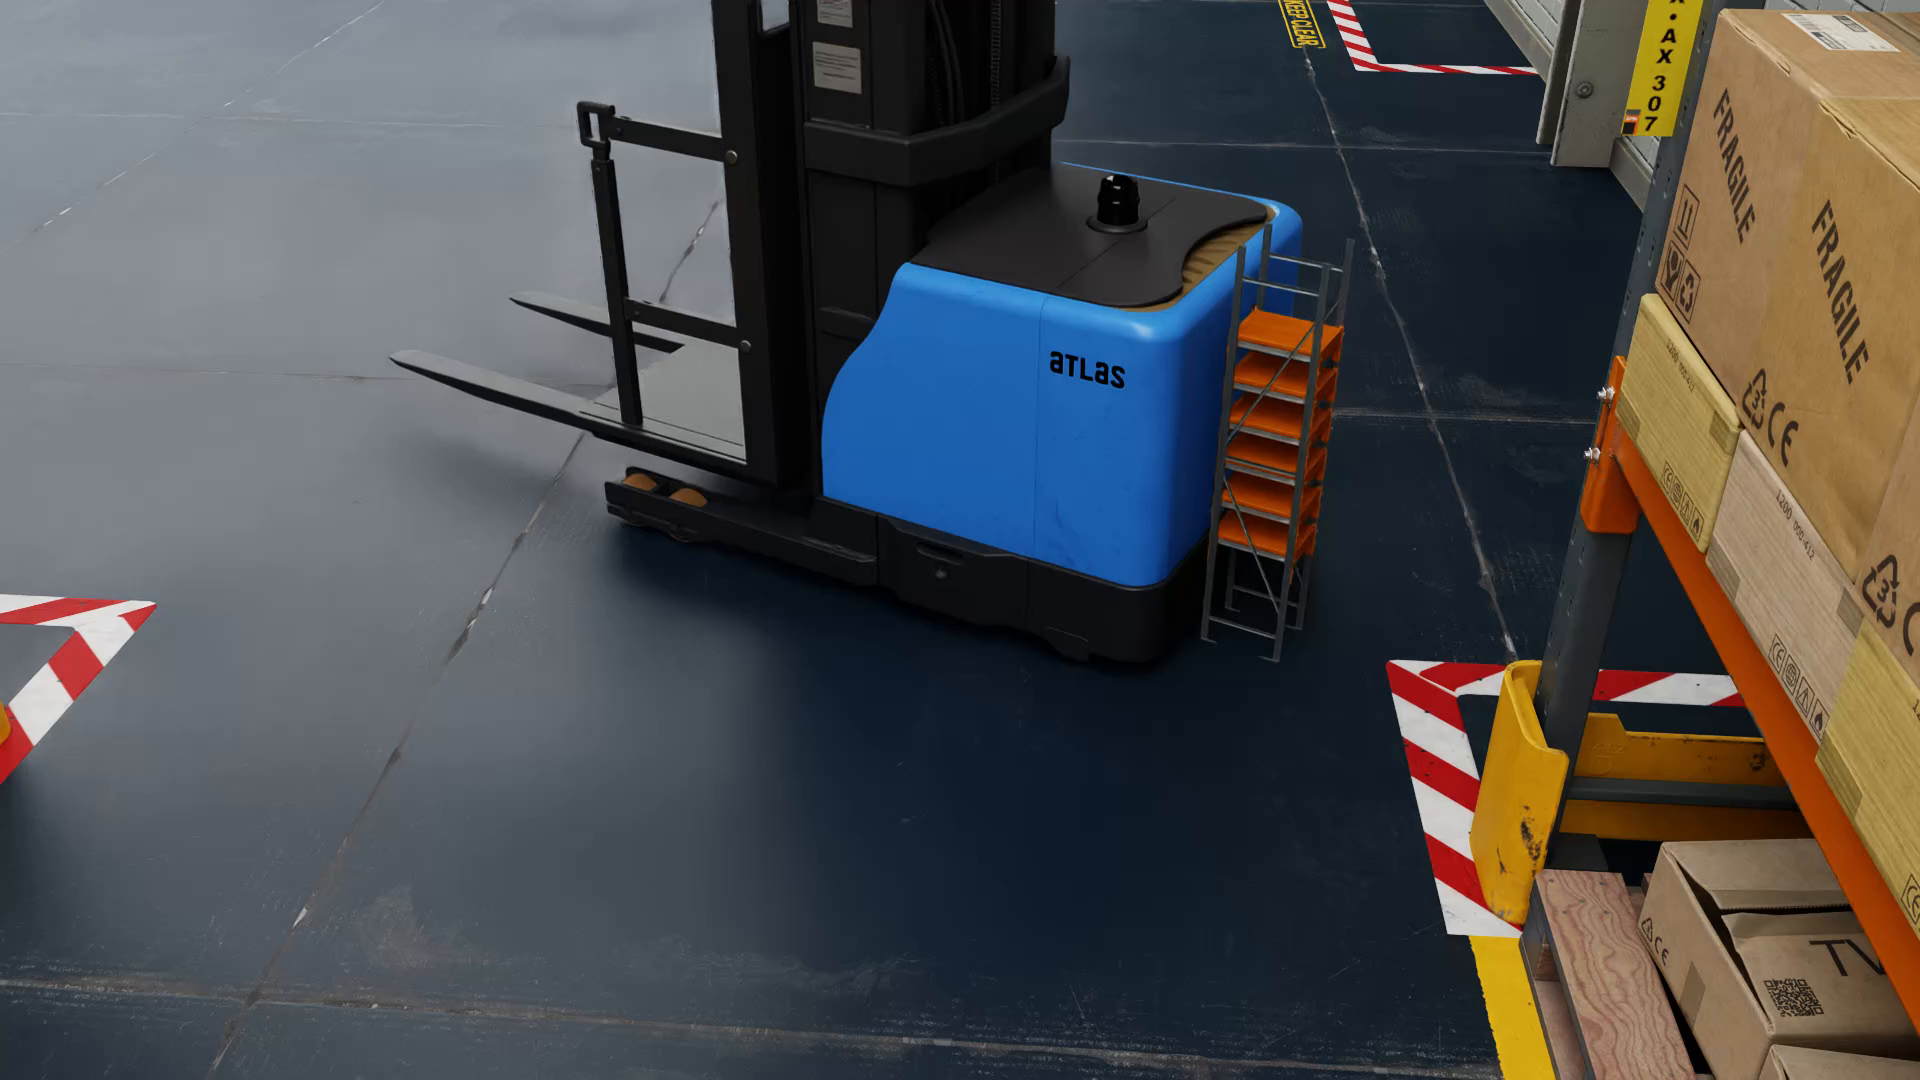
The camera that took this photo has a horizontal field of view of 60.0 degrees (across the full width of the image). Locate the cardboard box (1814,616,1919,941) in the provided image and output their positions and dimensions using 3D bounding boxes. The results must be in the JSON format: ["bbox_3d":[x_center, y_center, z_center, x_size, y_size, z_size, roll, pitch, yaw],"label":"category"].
[{"bbox_3d":[1.392,0.334,1.972,0.500,0.250,0.500,2,32,3],"label":"cardboard box"}]

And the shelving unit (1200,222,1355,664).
[{"bbox_3d":[0.843,-0.235,4.487,0.258,1.200,0.189,17,35,25],"label":"shelving unit"}]

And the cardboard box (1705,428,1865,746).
[{"bbox_3d":[1.439,0.068,2.404,0.500,0.250,0.500,2,32,2],"label":"cardboard box"}]

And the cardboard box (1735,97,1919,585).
[{"bbox_3d":[1.435,-0.270,2.238,0.500,0.500,0.500,3,32,4],"label":"cardboard box"}]

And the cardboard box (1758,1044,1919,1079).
[{"bbox_3d":[1.631,1.113,2.729,0.500,0.311,0.500,5,32,8],"label":"cardboard box"}]

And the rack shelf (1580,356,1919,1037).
[{"bbox_3d":[1.661,0.851,1.695,1.077,0.370,4.000,2,32,4],"label":"rack shelf"}]

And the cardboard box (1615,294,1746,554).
[{"bbox_3d":[1.467,-0.204,2.846,0.500,0.250,0.500,2,32,3],"label":"cardboard box"}]

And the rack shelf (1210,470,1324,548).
[{"bbox_3d":[0.843,-0.096,4.574,0.258,0.103,0.180,17,35,25],"label":"rack shelf"}]

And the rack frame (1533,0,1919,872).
[{"bbox_3d":[1.824,-0.501,3.204,1.000,3.000,0.127,2,32,4],"label":"rack frame"}]

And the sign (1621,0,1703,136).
[{"bbox_3d":[1.283,-0.892,3.014,0.100,0.325,0.005,2,32,4],"label":"sign"}]

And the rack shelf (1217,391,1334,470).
[{"bbox_3d":[0.844,-0.300,4.447,0.258,0.103,0.180,17,35,25],"label":"rack shelf"}]

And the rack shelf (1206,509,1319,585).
[{"bbox_3d":[0.842,0.006,4.637,0.258,0.103,0.180,17,35,25],"label":"rack shelf"}]

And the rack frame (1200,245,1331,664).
[{"bbox_3d":[0.798,-0.194,4.420,0.240,1.200,0.006,17,35,25],"label":"rack frame"}]

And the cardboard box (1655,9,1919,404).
[{"bbox_3d":[1.485,-0.528,2.657,0.500,0.500,0.500,2,32,4],"label":"cardboard box"}]

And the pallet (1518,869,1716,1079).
[{"bbox_3d":[1.716,1.149,3.184,1.003,0.211,1.213,2,32,4],"label":"pallet"}]

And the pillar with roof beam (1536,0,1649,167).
[{"bbox_3d":[-1.173,-5.973,6.365,9.100,9.000,0.400,2,32,4],"label":"pillar with roof beam"}]

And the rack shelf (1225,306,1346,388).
[{"bbox_3d":[0.845,-0.504,4.321,0.258,0.103,0.180,17,35,25],"label":"rack shelf"}]

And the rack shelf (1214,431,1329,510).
[{"bbox_3d":[0.843,-0.198,4.511,0.258,0.103,0.180,17,35,25],"label":"rack shelf"}]

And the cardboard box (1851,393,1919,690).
[{"bbox_3d":[1.387,0.000,1.800,0.500,0.500,0.500,1,32,2],"label":"cardboard box"}]

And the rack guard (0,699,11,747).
[{"bbox_3d":[-3.112,0.341,4.220,1.175,0.500,0.348,2,32,4],"label":"rack guard"}]

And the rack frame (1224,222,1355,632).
[{"bbox_3d":[0.889,-0.277,4.555,0.240,1.200,0.006,17,35,25],"label":"rack frame"}]

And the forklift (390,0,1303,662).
[{"bbox_3d":[-0.539,-1.462,4.829,3.031,2.935,1.130,17,35,25],"label":"forklift"}]

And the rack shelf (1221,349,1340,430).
[{"bbox_3d":[0.844,-0.402,4.384,0.258,0.103,0.180,17,35,25],"label":"rack shelf"}]

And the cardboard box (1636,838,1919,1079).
[{"bbox_3d":[1.678,0.814,3.213,0.500,0.311,0.500,-1,32,-2],"label":"cardboard box"}]

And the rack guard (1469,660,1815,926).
[{"bbox_3d":[1.817,0.603,3.795,1.175,0.500,0.348,2,32,4],"label":"rack guard"}]
